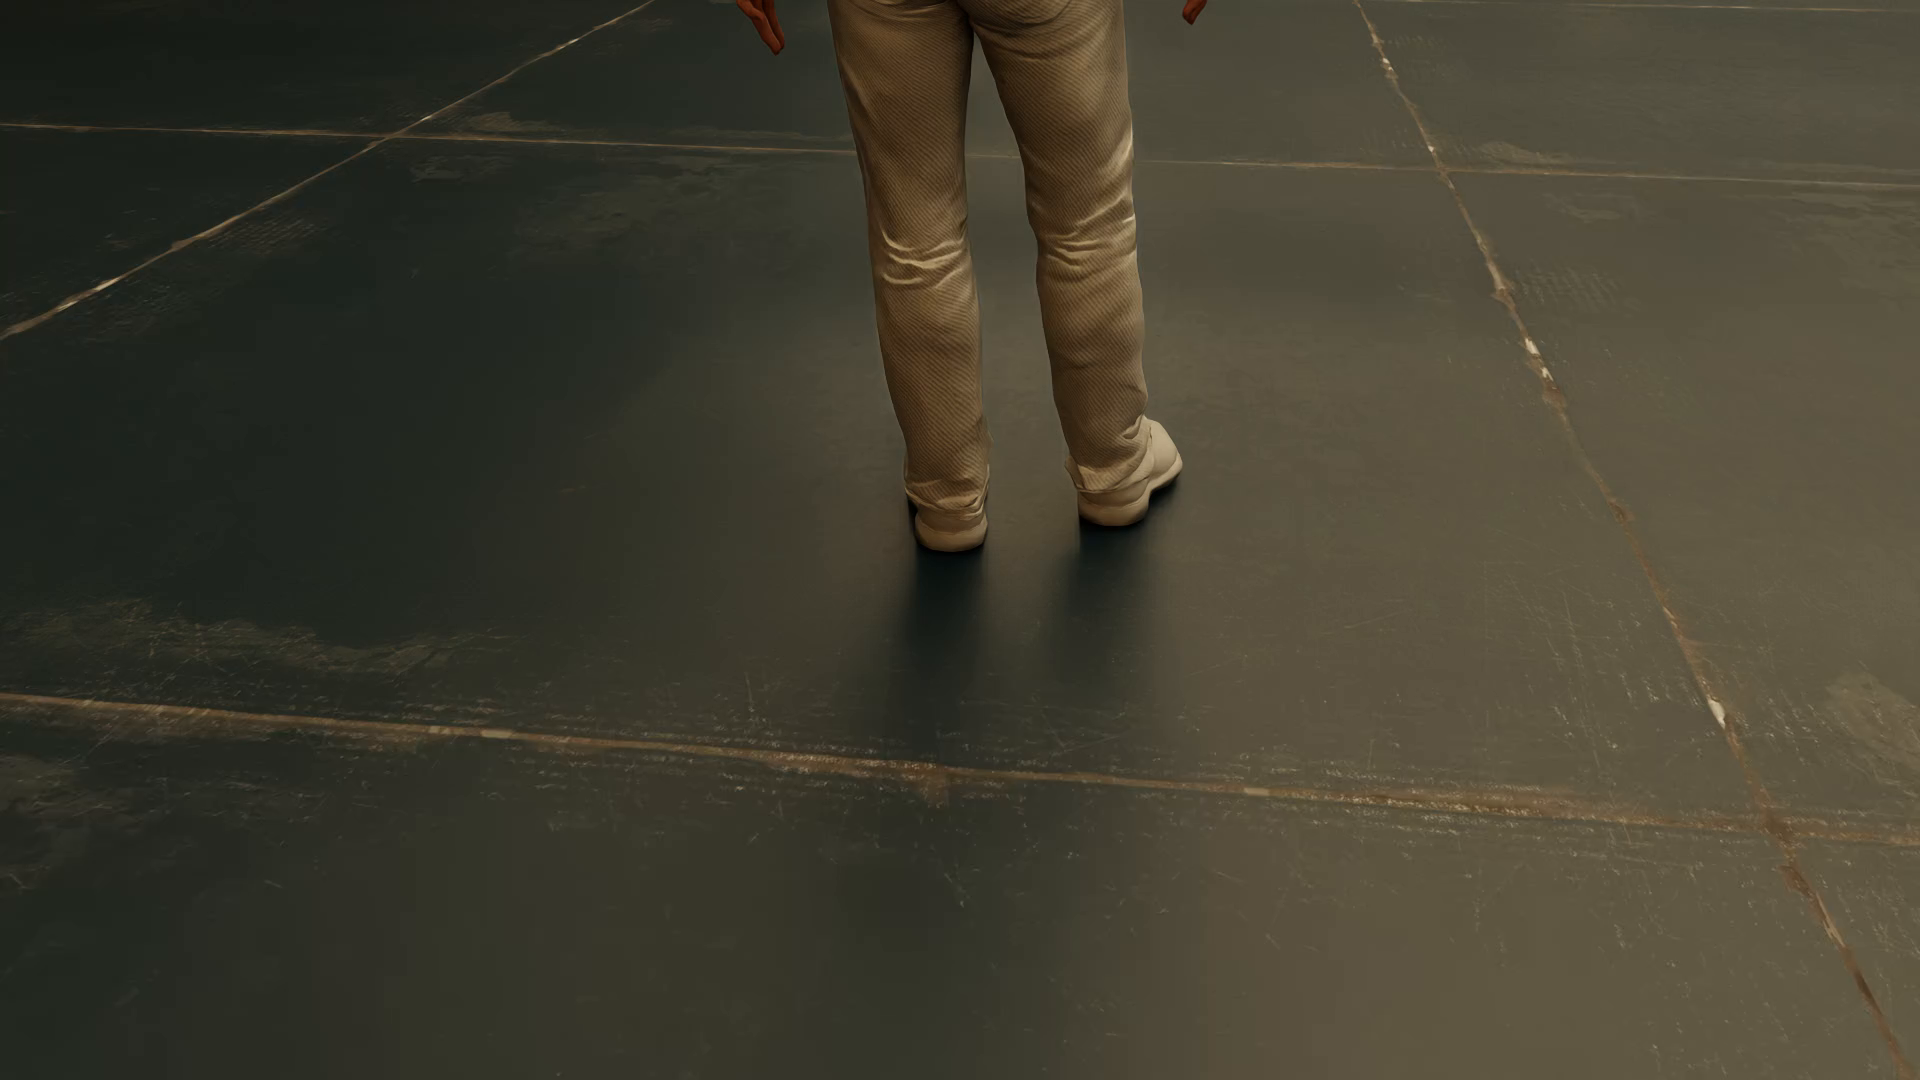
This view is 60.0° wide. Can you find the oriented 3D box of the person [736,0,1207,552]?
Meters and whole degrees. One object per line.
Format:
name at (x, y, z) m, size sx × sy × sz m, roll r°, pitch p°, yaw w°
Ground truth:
person at (0.015, -0.827, 2.163) m, size 0.665 × 1.765 × 0.577 m, roll 3°, pitch 27°, yaw 7°
